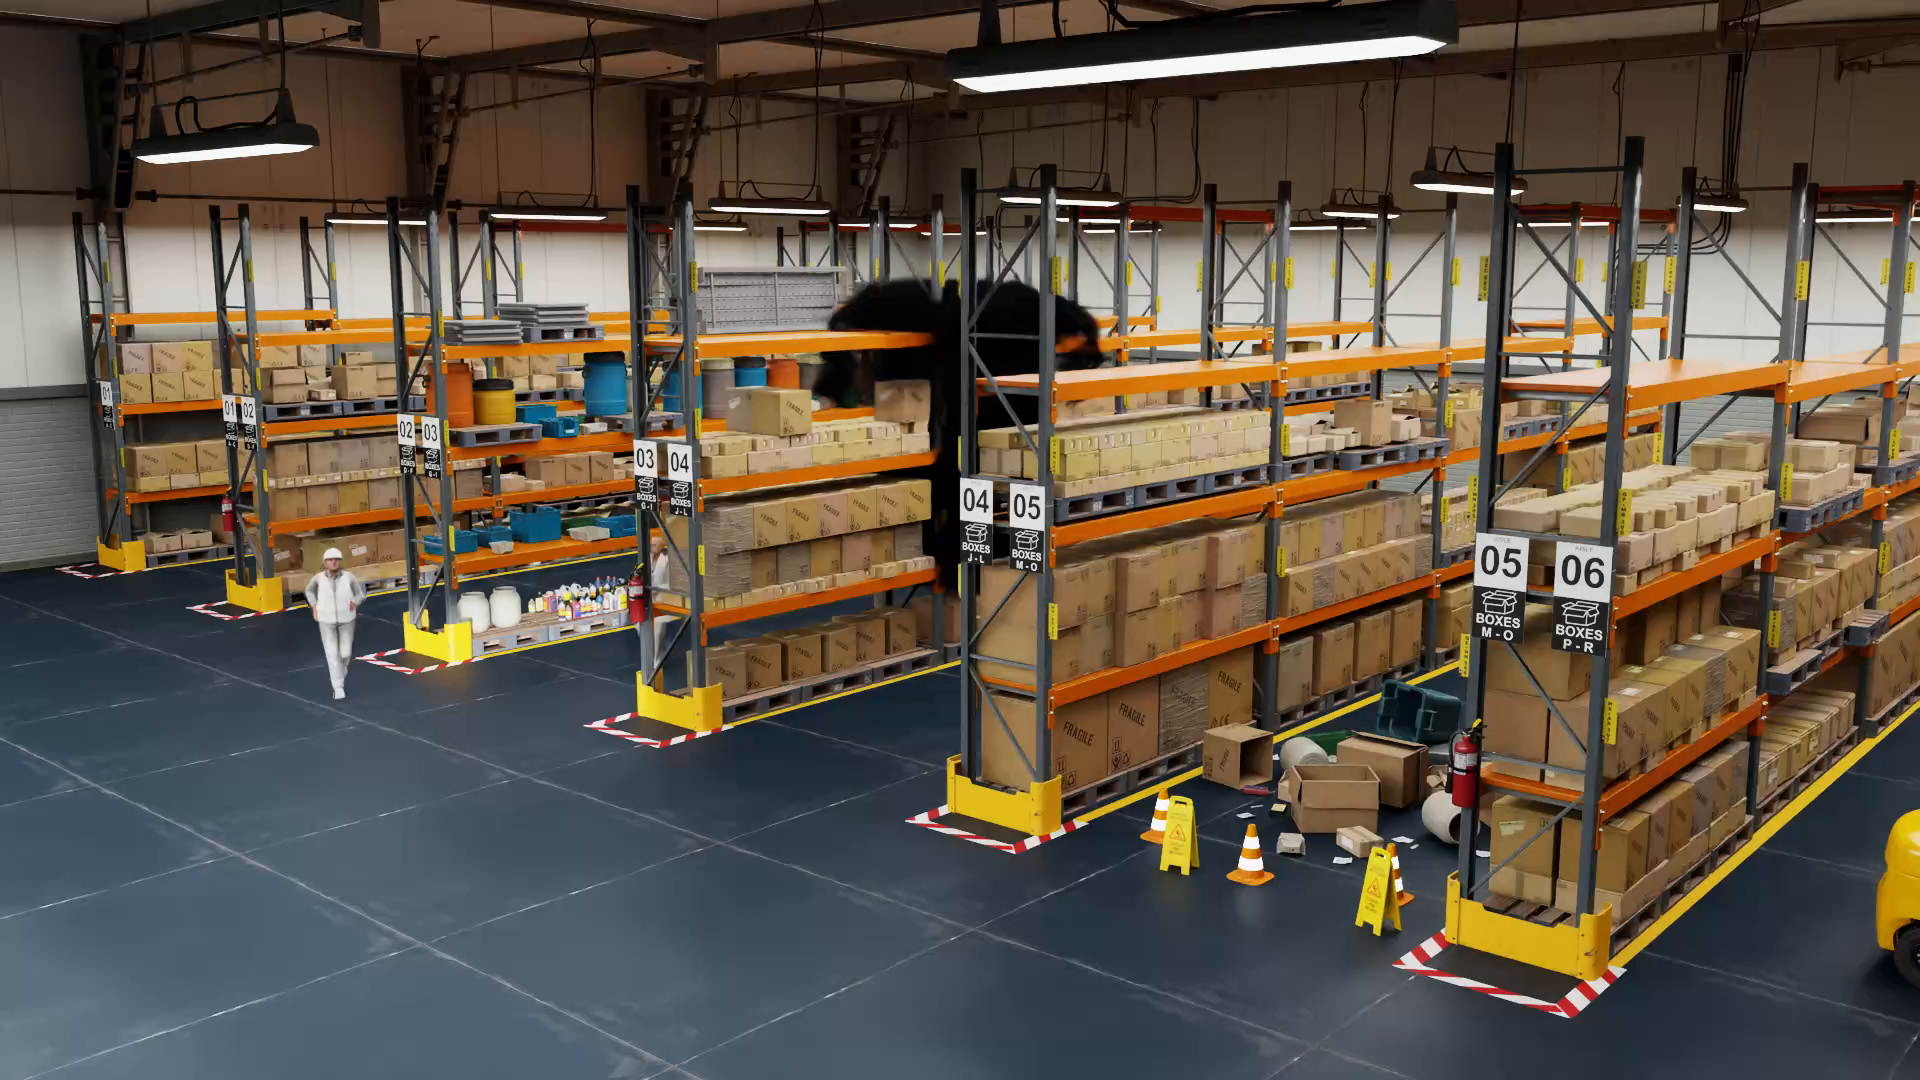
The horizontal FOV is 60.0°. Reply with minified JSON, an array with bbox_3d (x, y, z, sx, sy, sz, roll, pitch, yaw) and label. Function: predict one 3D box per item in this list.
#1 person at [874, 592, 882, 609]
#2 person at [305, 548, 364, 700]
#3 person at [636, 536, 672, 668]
[{"bbox_3d":[-1.158,0.238,24.737,0.674,1.681,0.782,6,11,32],"label":"person"},{"bbox_3d":[-7.551,0.971,20.138,0.663,1.778,0.931,-4,10,-23],"label":"person"},{"bbox_3d":[-3.896,0.804,21.269,0.702,1.731,0.672,3,10,18],"label":"person"}]
